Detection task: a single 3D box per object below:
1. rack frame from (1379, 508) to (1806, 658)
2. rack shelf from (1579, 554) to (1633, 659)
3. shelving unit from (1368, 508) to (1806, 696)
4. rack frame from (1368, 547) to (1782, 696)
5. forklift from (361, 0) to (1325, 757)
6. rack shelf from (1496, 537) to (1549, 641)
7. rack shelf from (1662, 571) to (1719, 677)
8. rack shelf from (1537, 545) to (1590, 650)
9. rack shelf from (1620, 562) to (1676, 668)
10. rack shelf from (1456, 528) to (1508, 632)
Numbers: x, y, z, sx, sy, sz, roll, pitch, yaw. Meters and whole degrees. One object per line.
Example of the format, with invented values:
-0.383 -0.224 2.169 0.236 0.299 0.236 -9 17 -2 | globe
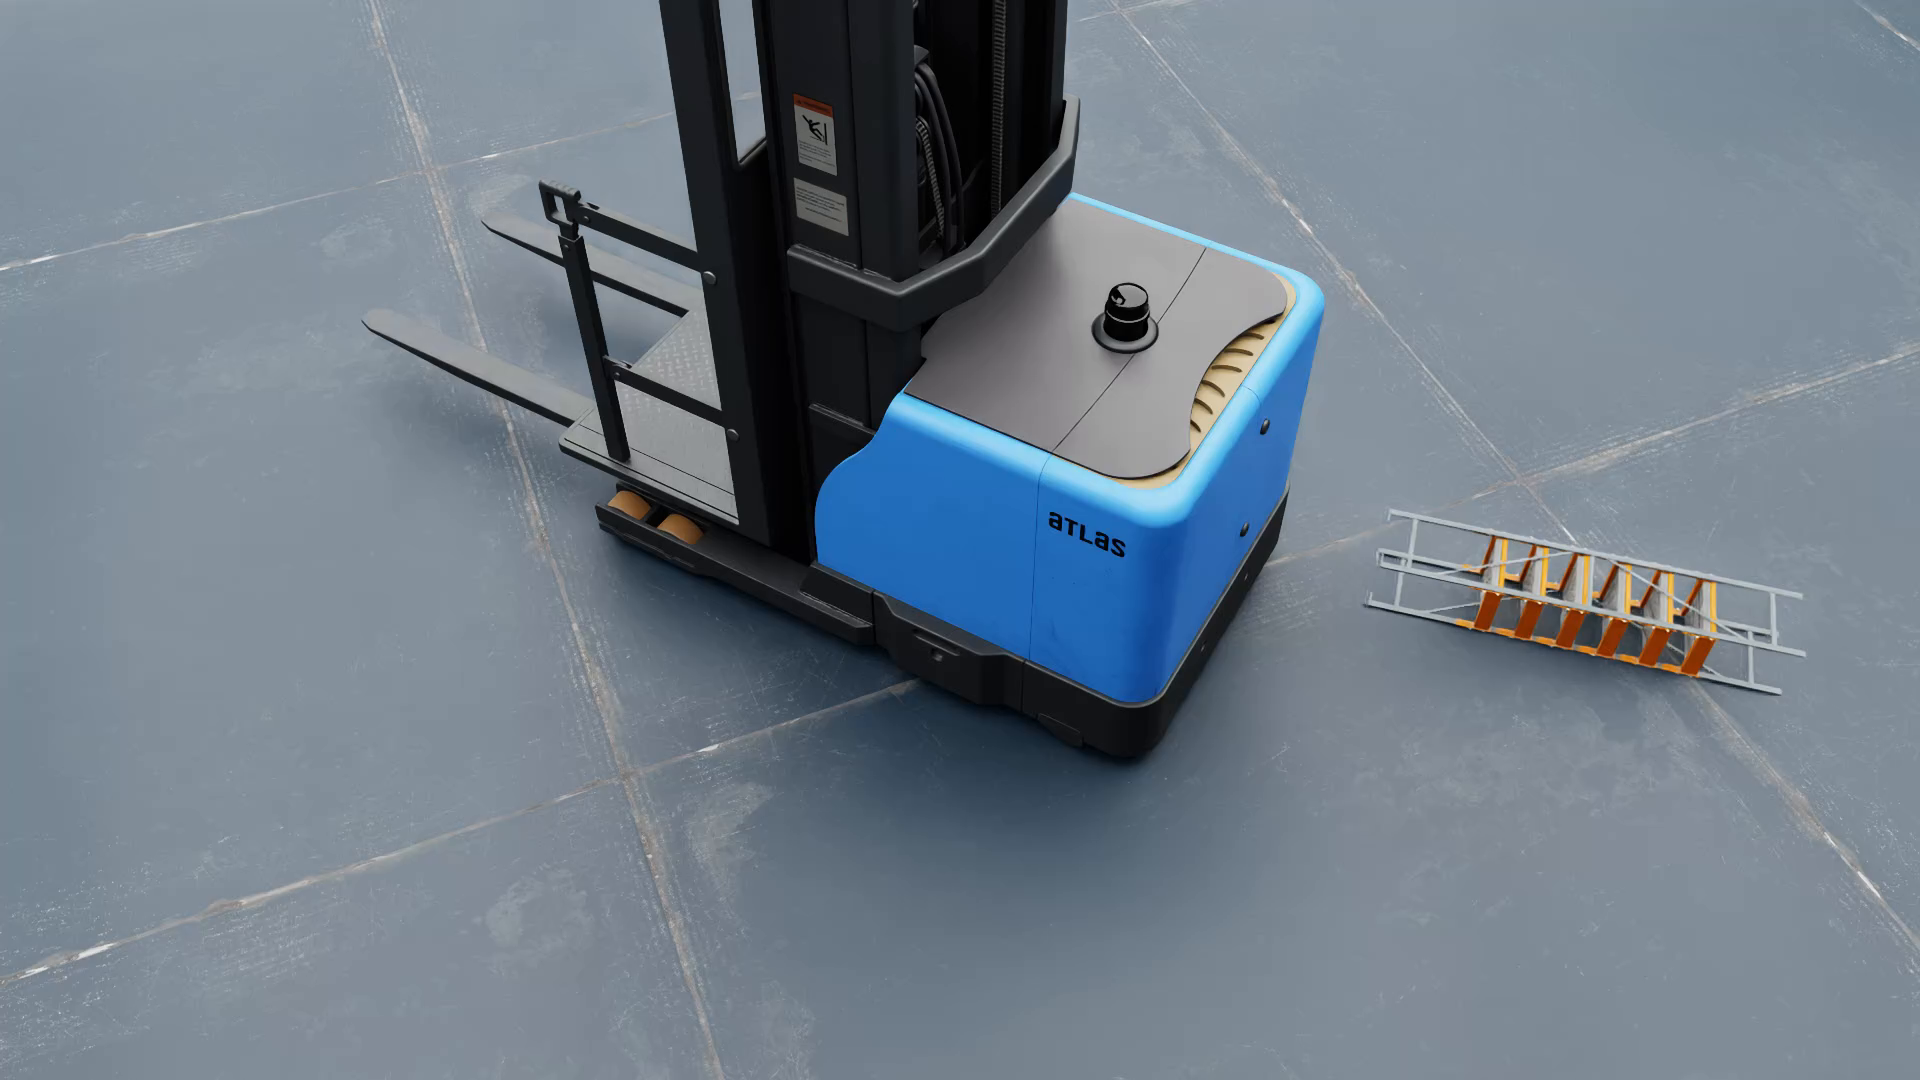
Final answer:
1.854 0.119 4.899 1.200 0.006 0.240 12 50 10 | rack frame
1.927 0.195 4.955 0.103 0.180 0.258 12 50 10 | rack shelf
1.854 0.179 4.969 1.200 0.189 0.258 12 50 10 | shelving unit
1.854 0.239 5.038 1.200 0.006 0.240 12 50 10 | rack frame
-0.543 -1.194 4.344 3.031 2.935 1.130 24 53 19 | forklift
1.696 0.144 4.998 0.103 0.180 0.258 12 50 10 | rack shelf
2.158 0.246 4.911 0.103 0.180 0.258 12 50 10 | rack shelf
1.812 0.170 4.977 0.103 0.180 0.258 12 50 10 | rack shelf
2.042 0.220 4.933 0.103 0.180 0.258 12 50 10 | rack shelf
1.581 0.119 5.020 0.103 0.180 0.258 12 50 10 | rack shelf
